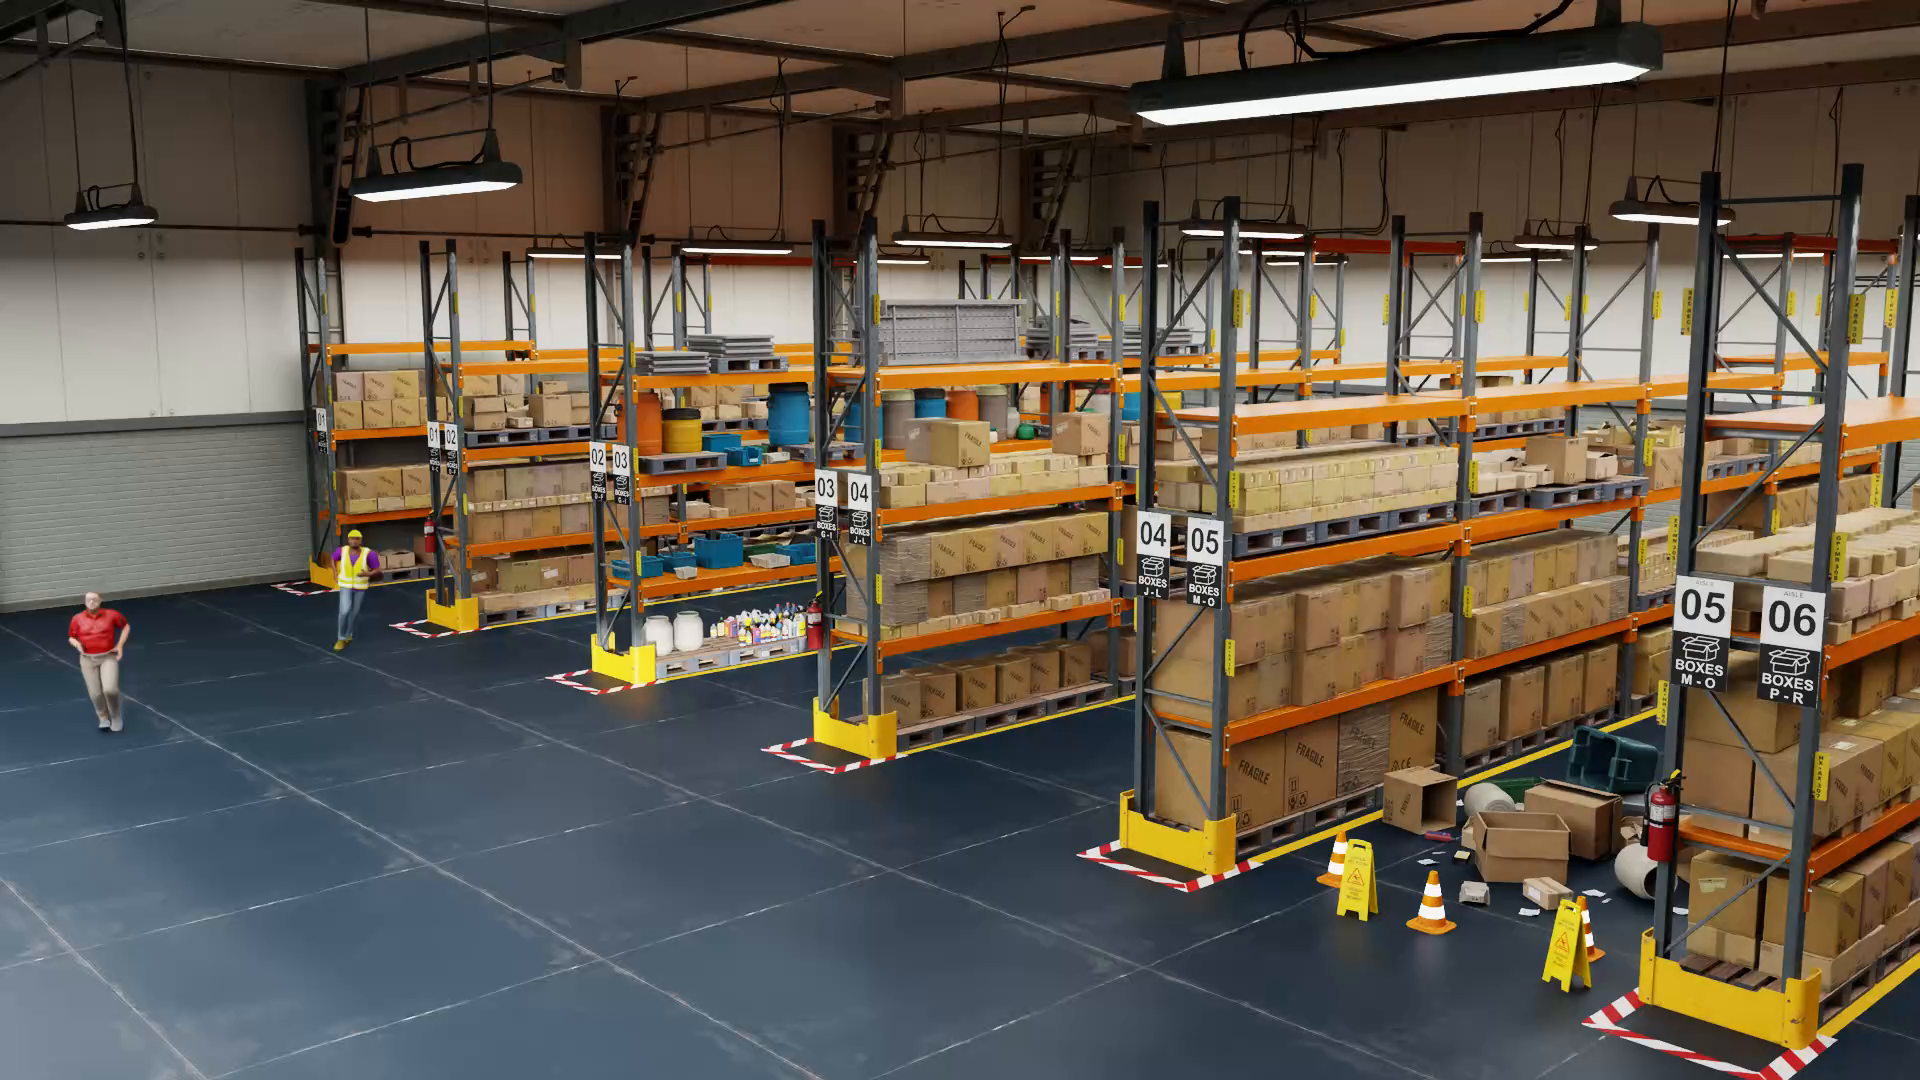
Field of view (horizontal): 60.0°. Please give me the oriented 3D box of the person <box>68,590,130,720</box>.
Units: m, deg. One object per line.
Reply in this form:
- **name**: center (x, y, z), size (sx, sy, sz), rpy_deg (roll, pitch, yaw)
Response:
- **person**: center (-10.190, 1.397, 19.658), size (0.618, 1.599, 0.680), rpy_deg (-3, 9, -19)

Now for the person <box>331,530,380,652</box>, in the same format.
- **person**: center (-8.906, 0.726, 24.518), size (0.702, 1.803, 0.725), rpy_deg (-3, 9, -19)
